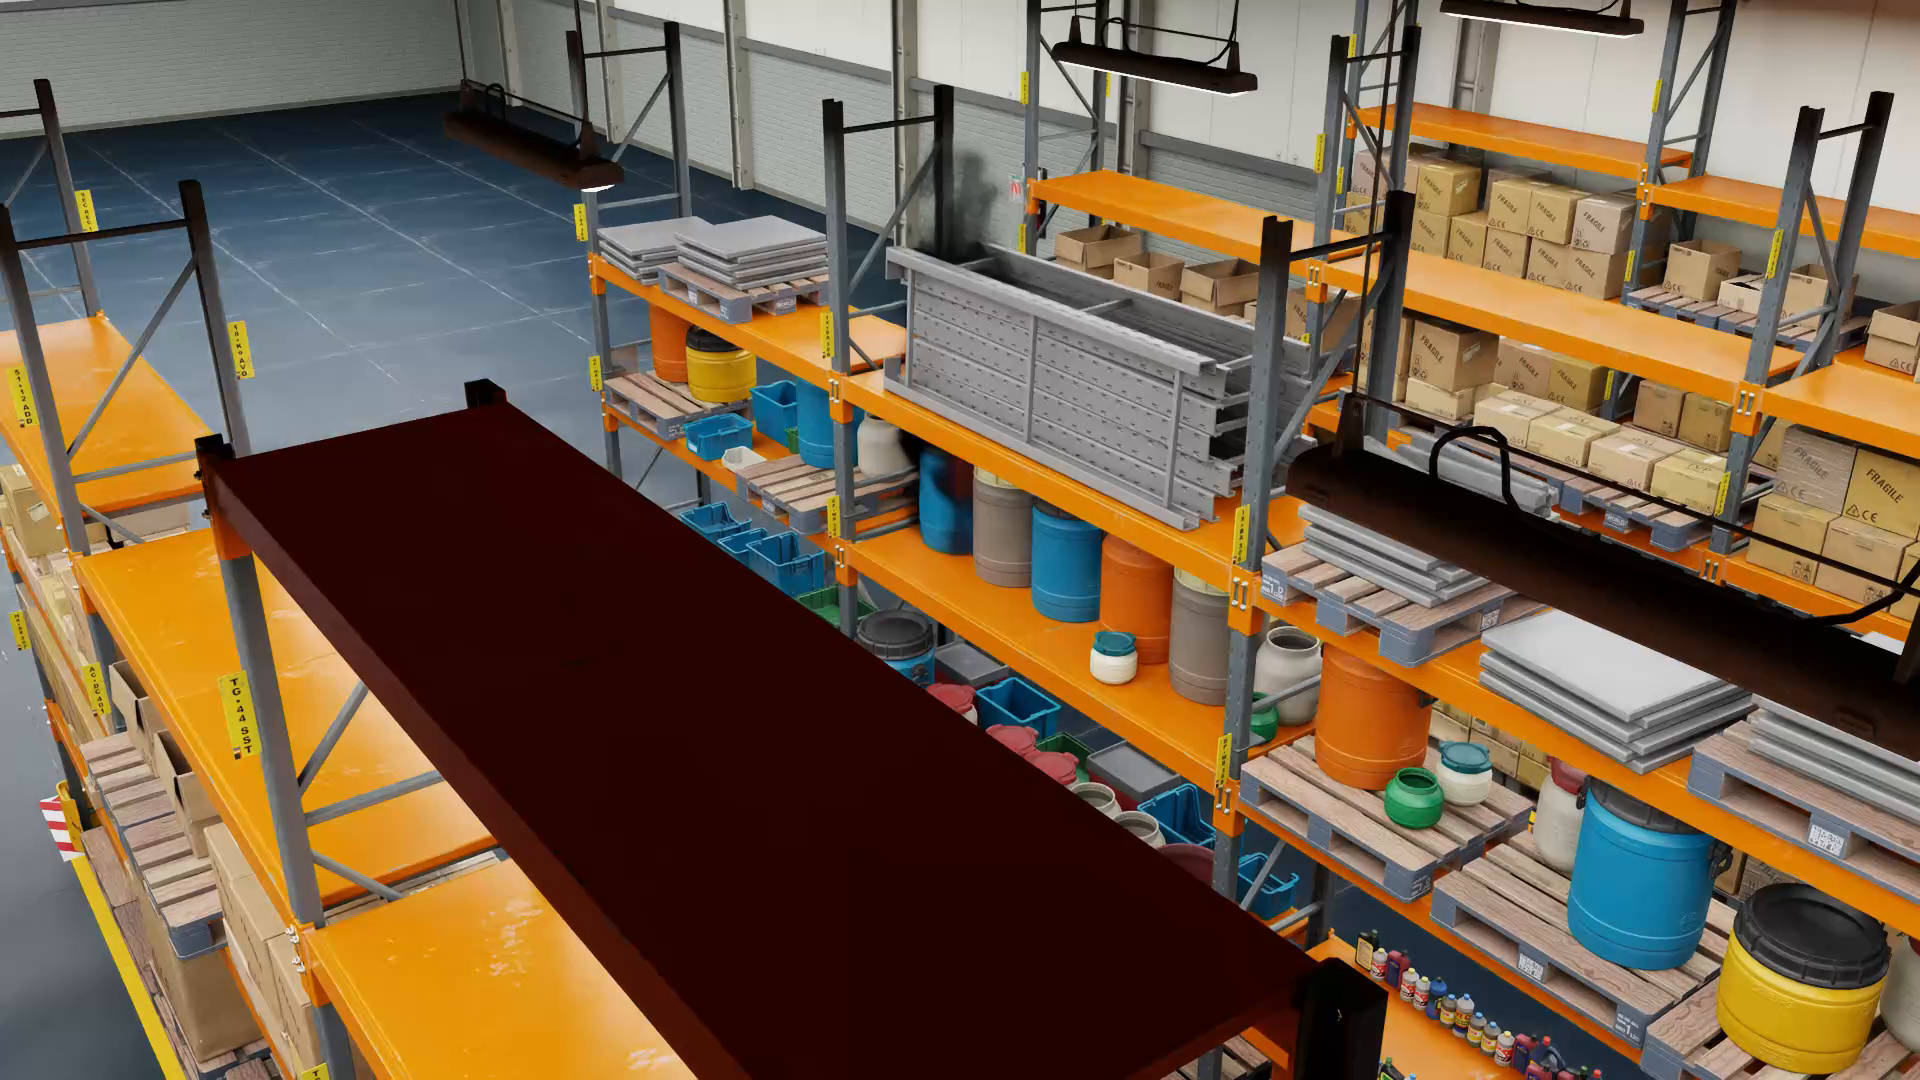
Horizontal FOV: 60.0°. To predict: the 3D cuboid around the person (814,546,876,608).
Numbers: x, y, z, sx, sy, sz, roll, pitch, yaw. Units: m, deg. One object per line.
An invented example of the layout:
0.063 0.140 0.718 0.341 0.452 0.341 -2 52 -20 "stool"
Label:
-1.244 0.040 16.751 0.845 1.811 0.649 12 27 25 "person"
